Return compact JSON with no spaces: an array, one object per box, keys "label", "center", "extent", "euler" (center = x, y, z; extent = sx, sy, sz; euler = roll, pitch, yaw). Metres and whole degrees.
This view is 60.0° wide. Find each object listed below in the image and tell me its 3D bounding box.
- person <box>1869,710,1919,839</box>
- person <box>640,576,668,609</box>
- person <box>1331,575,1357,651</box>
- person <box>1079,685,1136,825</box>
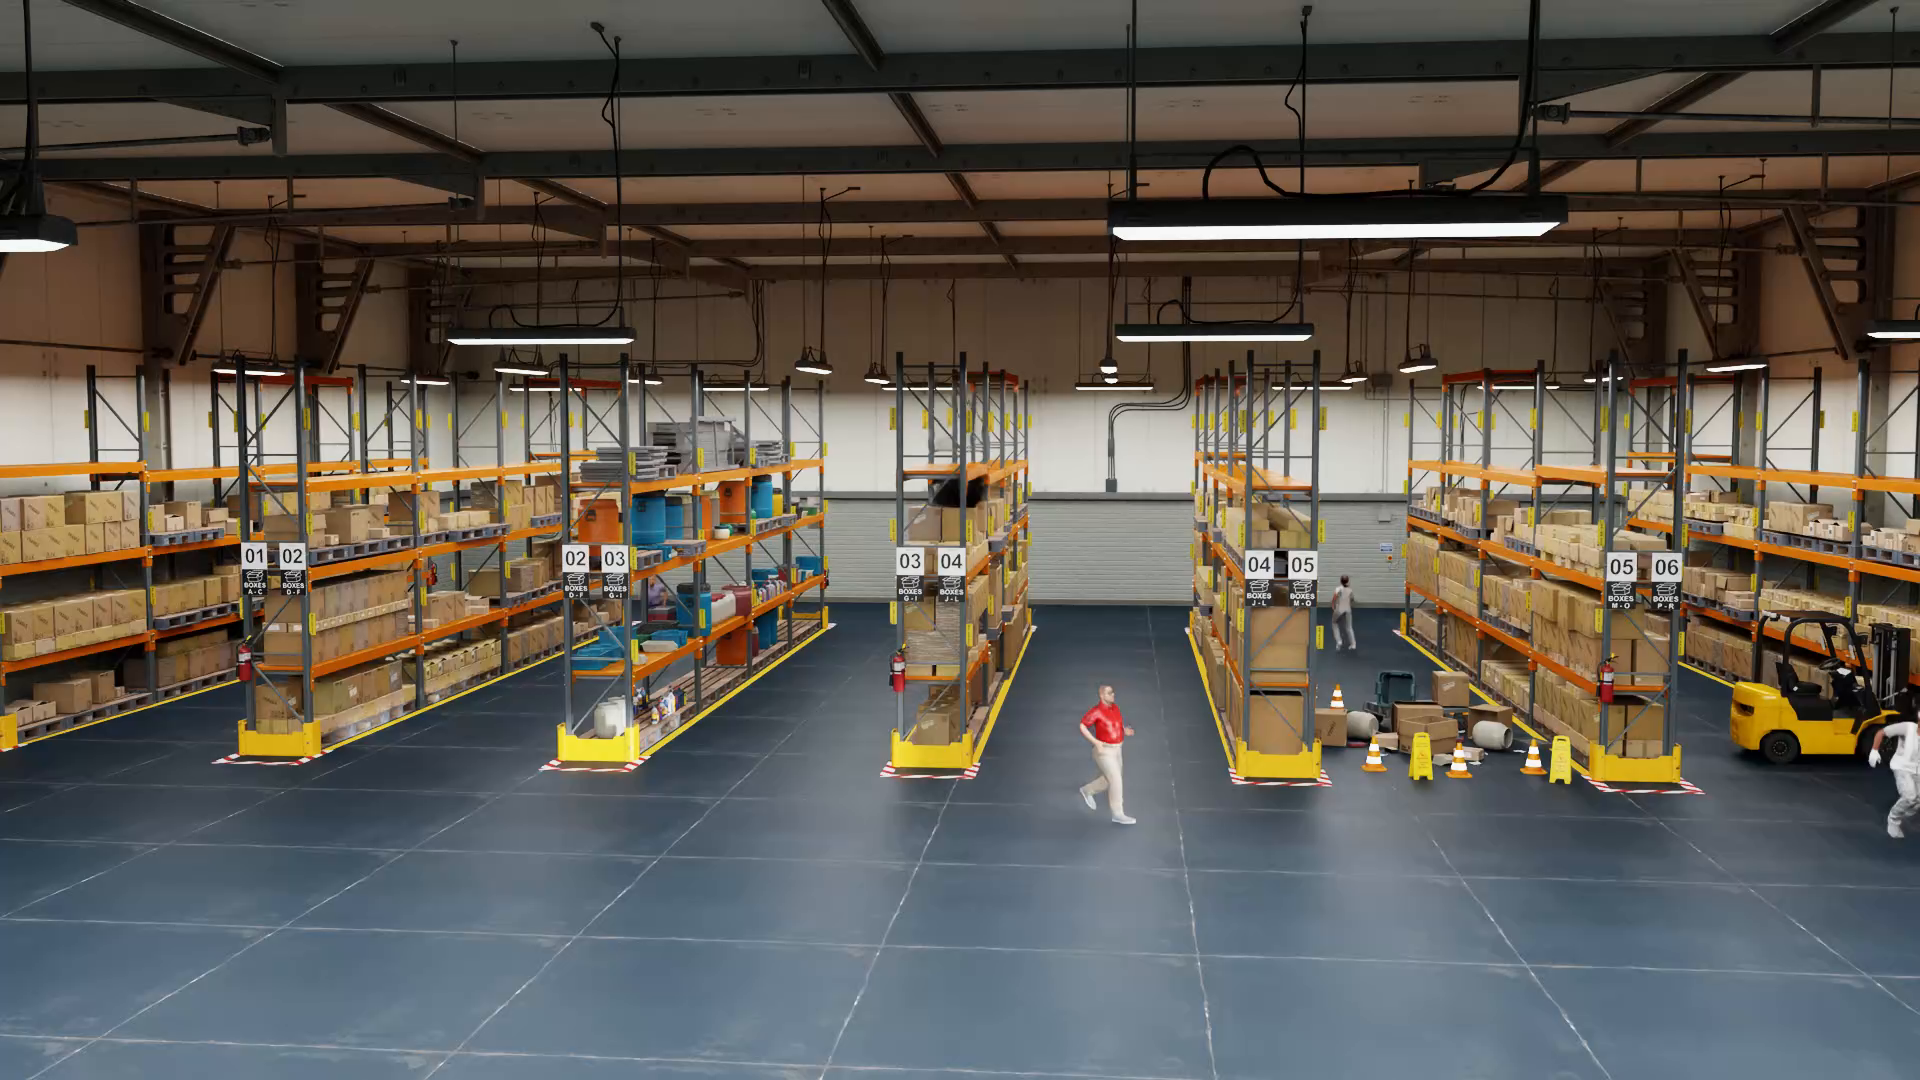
[{"label":"person","center":[11.368,2.788,19.839],"extent":[0.763,1.671,0.799],"euler":[0,4,-3]},{"label":"person","center":[-6.924,1.565,37.527],"extent":[0.593,1.576,0.656],"euler":[0,4,-1]},{"label":"person","center":[8.315,1.605,36.102],"extent":[0.571,1.689,0.865],"euler":[-1,4,-7]},{"label":"person","center":[1.834,2.663,20.871],"extent":[0.914,1.697,0.676],"euler":[3,5,39]}]
